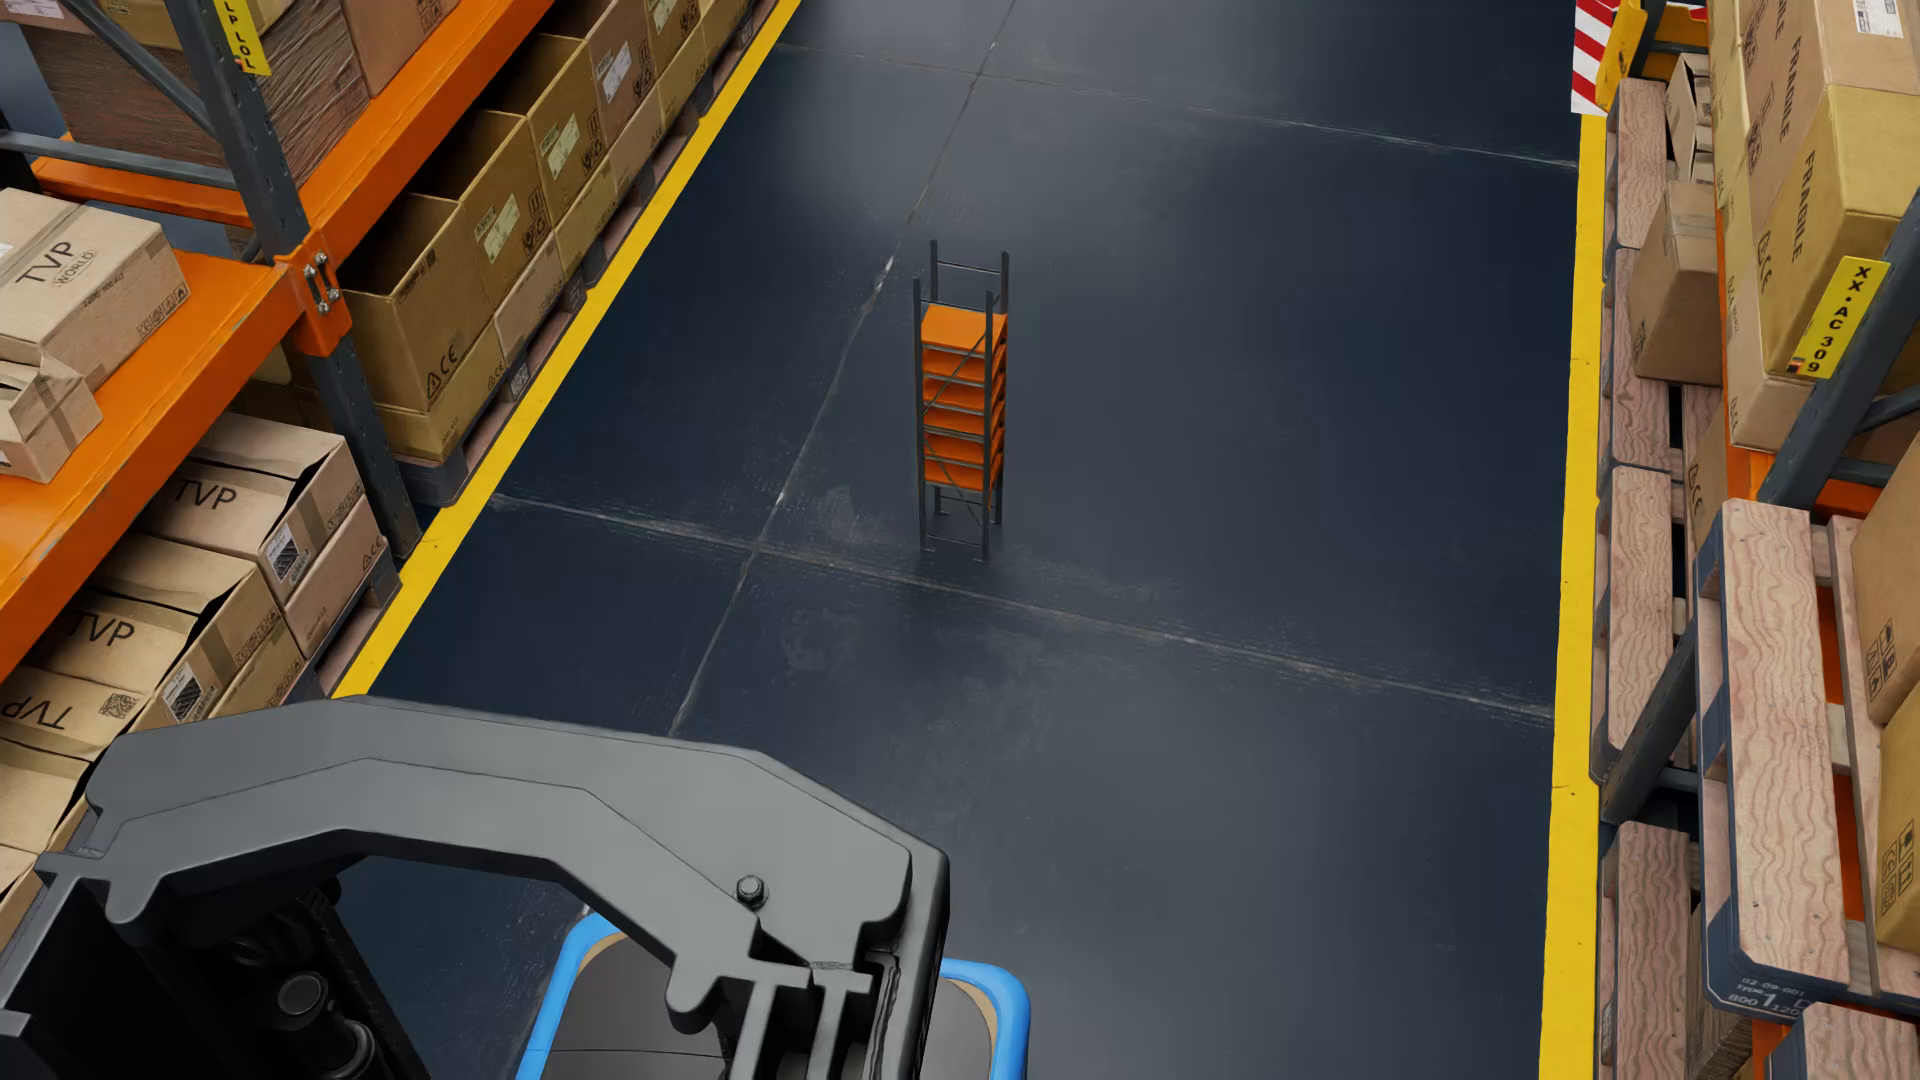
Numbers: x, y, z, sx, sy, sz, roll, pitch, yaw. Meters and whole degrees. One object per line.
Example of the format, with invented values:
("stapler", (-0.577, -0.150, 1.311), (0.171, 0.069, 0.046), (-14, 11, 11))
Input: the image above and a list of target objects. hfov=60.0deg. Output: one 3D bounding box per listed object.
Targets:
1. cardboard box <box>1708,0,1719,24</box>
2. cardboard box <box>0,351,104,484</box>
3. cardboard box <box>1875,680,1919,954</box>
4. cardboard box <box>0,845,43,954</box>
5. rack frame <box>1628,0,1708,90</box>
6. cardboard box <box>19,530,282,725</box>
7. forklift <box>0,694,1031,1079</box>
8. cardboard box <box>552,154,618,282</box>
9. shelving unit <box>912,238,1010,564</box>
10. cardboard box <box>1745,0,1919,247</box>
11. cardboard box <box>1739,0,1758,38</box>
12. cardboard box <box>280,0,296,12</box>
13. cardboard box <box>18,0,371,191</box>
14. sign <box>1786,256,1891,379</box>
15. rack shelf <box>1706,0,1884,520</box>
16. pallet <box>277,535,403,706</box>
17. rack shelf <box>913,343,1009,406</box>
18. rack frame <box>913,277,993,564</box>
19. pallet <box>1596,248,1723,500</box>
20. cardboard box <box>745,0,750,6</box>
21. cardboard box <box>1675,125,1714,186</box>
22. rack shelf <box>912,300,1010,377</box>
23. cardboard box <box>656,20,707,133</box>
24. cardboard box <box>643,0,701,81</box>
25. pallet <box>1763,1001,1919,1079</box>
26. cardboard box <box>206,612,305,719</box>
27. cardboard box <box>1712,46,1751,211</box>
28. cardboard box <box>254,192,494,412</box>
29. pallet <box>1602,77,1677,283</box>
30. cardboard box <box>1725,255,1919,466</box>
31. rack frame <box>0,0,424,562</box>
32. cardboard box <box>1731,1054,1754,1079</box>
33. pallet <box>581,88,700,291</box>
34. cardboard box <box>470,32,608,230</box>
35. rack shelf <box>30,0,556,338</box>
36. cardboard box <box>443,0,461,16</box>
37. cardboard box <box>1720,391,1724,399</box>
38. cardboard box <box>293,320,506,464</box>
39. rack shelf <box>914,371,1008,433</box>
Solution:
("cardboard box", (2.778, -1.903, 5.515), (0.500, 0.250, 0.500), (11, 49, 9))
("cardboard box", (-2.412, -0.346, 4.145), (0.396, 0.266, 0.258), (10, 49, 9))
("cardboard box", (2.101, 0.497, 2.950), (0.700, 0.500, 0.500), (16, 51, 14))
("cardboard box", (-2.588, 0.973, 4.071), (0.500, 0.311, 0.500), (11, 49, 10))
("rack frame", (3.475, -2.982, 6.381), (1.000, 3.000, 0.127), (12, 50, 10))
("cardboard box", (-2.319, 0.249, 4.709), (0.500, 0.311, 0.500), (13, 50, 11))
("forklift", (-0.584, 1.686, 2.307), (1.130, 2.935, 3.031), (7, 49, 6))
("cardboard box", (-1.670, -1.289, 6.441), (0.500, 0.250, 0.500), (12, 50, 10))
("shelving unit", (0.004, -0.408, 5.309), (0.258, 1.200, 0.189), (12, 50, 10))
("cardboard box", (2.374, -1.059, 4.270), (0.500, 0.500, 0.500), (11, 50, 10))
("cardboard box", (2.653, -1.797, 4.922), (0.500, 0.500, 0.500), (13, 50, 11))
("cardboard box", (-2.034, -1.649, 4.705), (0.380, 0.149, 0.250), (12, 50, 11))
("cardboard box", (-2.247, -1.418, 4.935), (0.700, 0.500, 0.500), (10, 49, 9))
("sign", (1.897, -0.476, 3.592), (0.100, 0.325, 0.005), (12, 50, 10))
("rack shelf", (2.949, -1.297, 5.374), (1.077, 0.370, 4.000), (12, 50, 10))
("pallet", (-2.514, 0.400, 5.256), (1.003, 0.211, 1.213), (12, 50, 10))
("rack shelf", (0.004, -0.537, 5.163), (0.258, 0.103, 0.180), (12, 50, 10))
("rack frame", (-0.020, -0.341, 5.251), (0.240, 1.200, 0.006), (12, 50, 10))
("pallet", (2.884, -0.544, 6.089), (1.003, 0.211, 1.213), (12, 50, 10))
("cardboard box", (-1.161, -2.739, 7.721), (0.500, 0.250, 0.500), (12, 50, 10))
("cardboard box", (3.056, -1.342, 6.434), (0.500, 0.311, 0.500), (15, 50, 13))
("rack shelf", (0.004, -0.616, 5.073), (0.258, 0.103, 0.180), (12, 50, 10))
("cardboard box", (-1.411, -2.013, 7.080), (0.500, 0.250, 0.500), (12, 50, 10))
("cardboard box", (-1.408, -2.261, 6.798), (0.500, 0.500, 0.500), (12, 50, 10))
("pallet", (1.851, 1.429, 2.616), (1.003, 0.211, 1.213), (12, 50, 10))
("cardboard box", (-2.322, 0.430, 4.923), (0.500, 0.250, 0.500), (11, 49, 9))
("cardboard box", (2.511, -1.173, 4.872), (0.500, 0.250, 0.500), (11, 50, 10))
("cardboard box", (-1.934, -0.814, 5.521), (0.500, 0.500, 0.500), (12, 50, 10))
("pallet", (3.207, -1.423, 6.865), (1.003, 0.211, 1.213), (12, 50, 10))
("cardboard box", (2.255, -0.448, 4.231), (0.500, 0.250, 0.500), (12, 50, 10))
("rack frame", (-2.358, -1.063, 4.688), (1.000, 3.000, 0.127), (12, 50, 10))
("cardboard box", (2.157, 1.513, 3.788), (0.700, 0.500, 0.500), (11, 49, 9))
("pallet", (-1.789, -1.593, 7.015), (1.003, 0.211, 1.213), (12, 50, 10))
("cardboard box", (-1.671, -1.537, 6.160), (0.500, 0.500, 0.500), (12, 50, 10))
("rack shelf", (-1.831, -2.272, 6.234), (1.077, 0.370, 4.000), (12, 50, 10))
("cardboard box", (-1.979, -2.163, 5.592), (0.700, 0.500, 0.500), (12, 50, 11))
("cardboard box", (2.863, -0.443, 5.749), (0.380, 0.149, 0.250), (8, 49, 7))
("cardboard box", (-1.943, -0.568, 5.804), (0.500, 0.250, 0.500), (12, 50, 10))
("rack shelf", (0.004, -0.458, 5.253), (0.258, 0.103, 0.180), (12, 50, 10))
